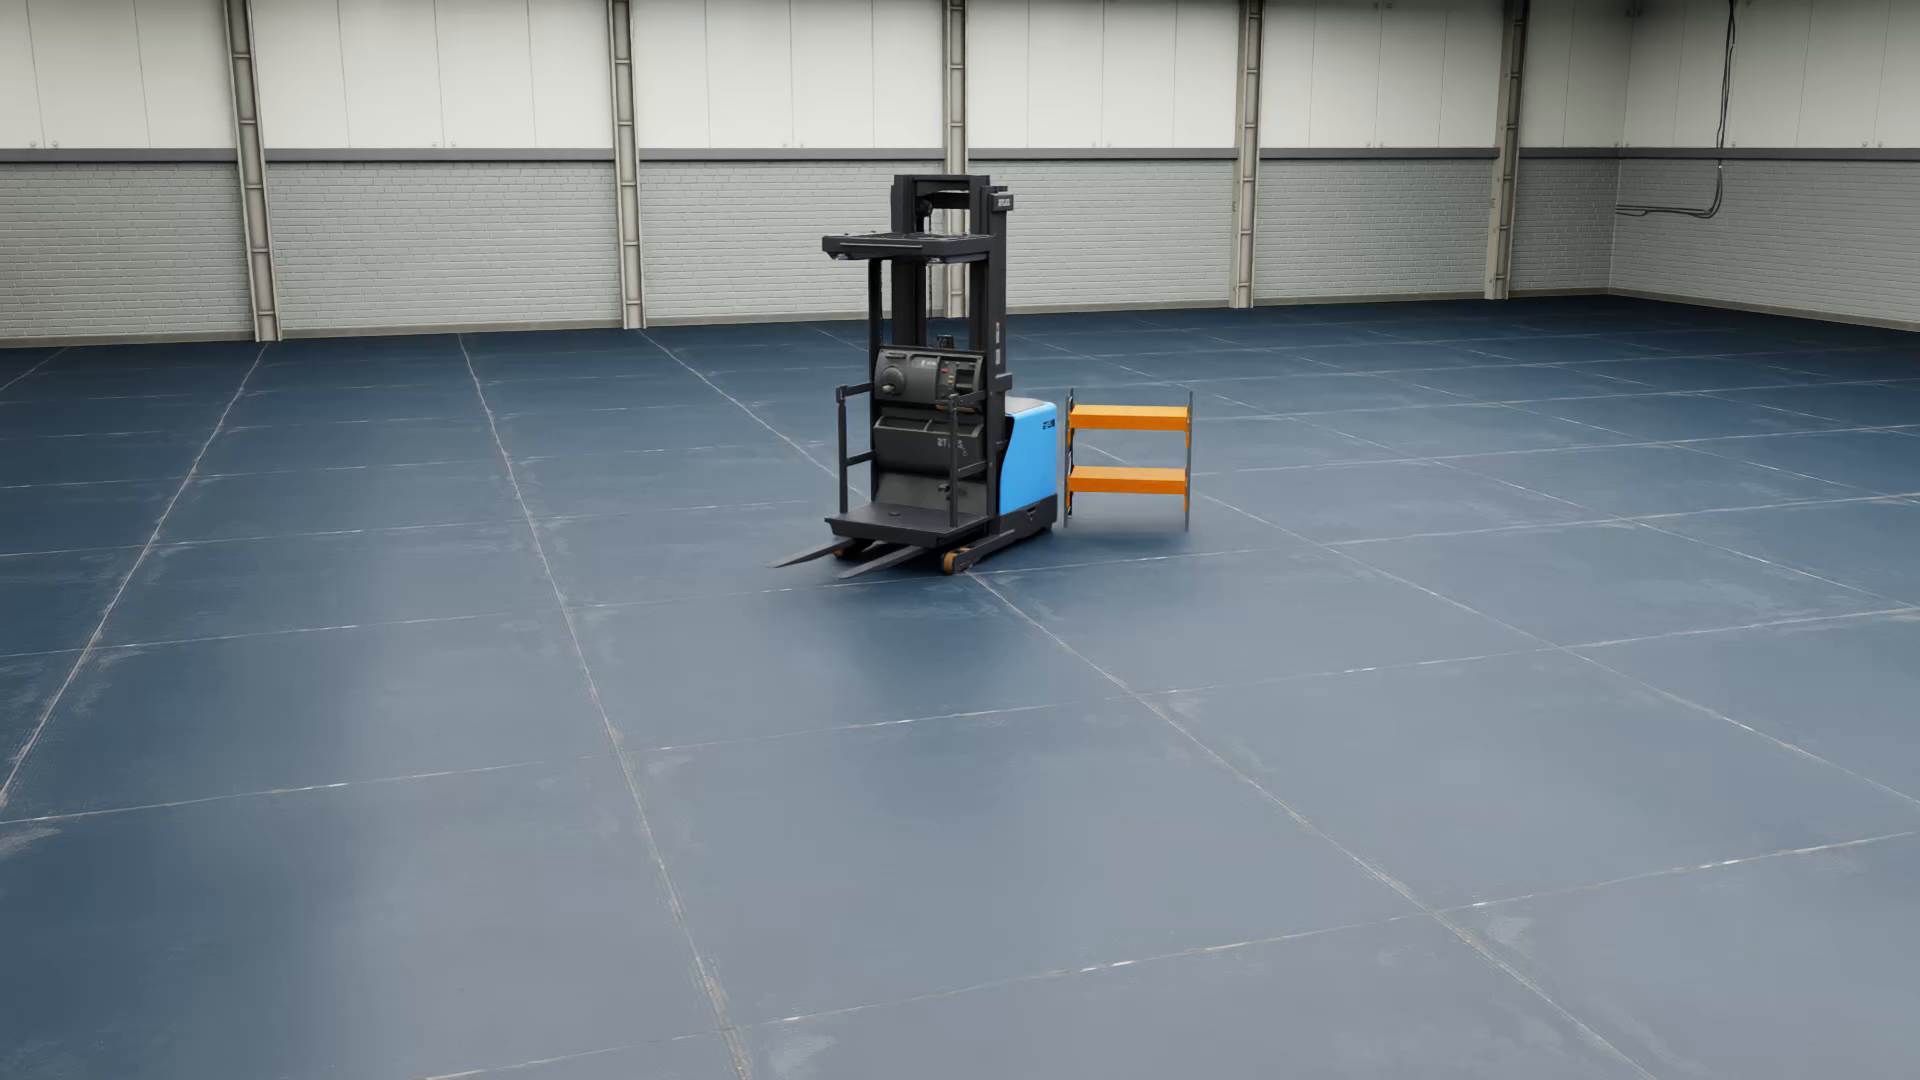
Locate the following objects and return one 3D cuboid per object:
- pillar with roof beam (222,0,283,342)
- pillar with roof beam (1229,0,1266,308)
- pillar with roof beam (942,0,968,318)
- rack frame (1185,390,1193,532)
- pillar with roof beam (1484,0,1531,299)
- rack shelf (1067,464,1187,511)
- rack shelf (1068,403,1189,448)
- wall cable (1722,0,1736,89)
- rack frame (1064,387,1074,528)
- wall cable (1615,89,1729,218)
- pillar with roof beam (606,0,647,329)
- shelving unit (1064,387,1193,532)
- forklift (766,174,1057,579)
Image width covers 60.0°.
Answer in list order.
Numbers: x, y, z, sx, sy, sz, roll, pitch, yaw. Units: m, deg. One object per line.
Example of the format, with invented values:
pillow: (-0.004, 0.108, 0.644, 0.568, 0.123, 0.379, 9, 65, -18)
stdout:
pillar with roof beam: (-10.087, -6.750, 22.573, 0.400, 9.000, 9.100, -4, 14, -18)
pillar with roof beam: (6.973, -8.078, 28.158, 0.400, 9.000, 9.100, -4, 14, -18)
pillar with roof beam: (1.287, -7.635, 26.296, 0.400, 9.000, 9.100, -4, 14, -18)
rack frame: (1.934, -0.672, 14.038, 0.032, 1.125, 0.500, 2, 14, 8)
pillar with roof beam: (12.660, -8.521, 30.019, 0.400, 9.000, 9.100, -4, 14, -18)
rack shelf: (1.431, -0.451, 14.166, 1.000, 0.278, 0.538, 2, 14, 8)
rack shelf: (1.431, -0.974, 14.041, 1.000, 0.278, 0.538, 2, 14, 8)
wall cable: (15.364, -9.746, 30.964, 0.112, 2.526, 3.097, -4, 14, -18)
rack frame: (0.928, -0.706, 14.180, 0.032, 1.125, 0.500, 2, 14, 8)
wall cable: (14.501, -7.882, 34.043, 0.112, 2.526, 3.097, -4, 14, -18)
pillar with roof beam: (-4.400, -7.192, 24.434, 0.400, 9.000, 9.100, -4, 14, -18)
shelving unit: (1.431, -0.689, 14.109, 1.048, 1.125, 0.538, 2, 14, 8)
forklift: (-0.347, -1.285, 12.709, 1.130, 2.935, 3.031, 7, 15, 29)
